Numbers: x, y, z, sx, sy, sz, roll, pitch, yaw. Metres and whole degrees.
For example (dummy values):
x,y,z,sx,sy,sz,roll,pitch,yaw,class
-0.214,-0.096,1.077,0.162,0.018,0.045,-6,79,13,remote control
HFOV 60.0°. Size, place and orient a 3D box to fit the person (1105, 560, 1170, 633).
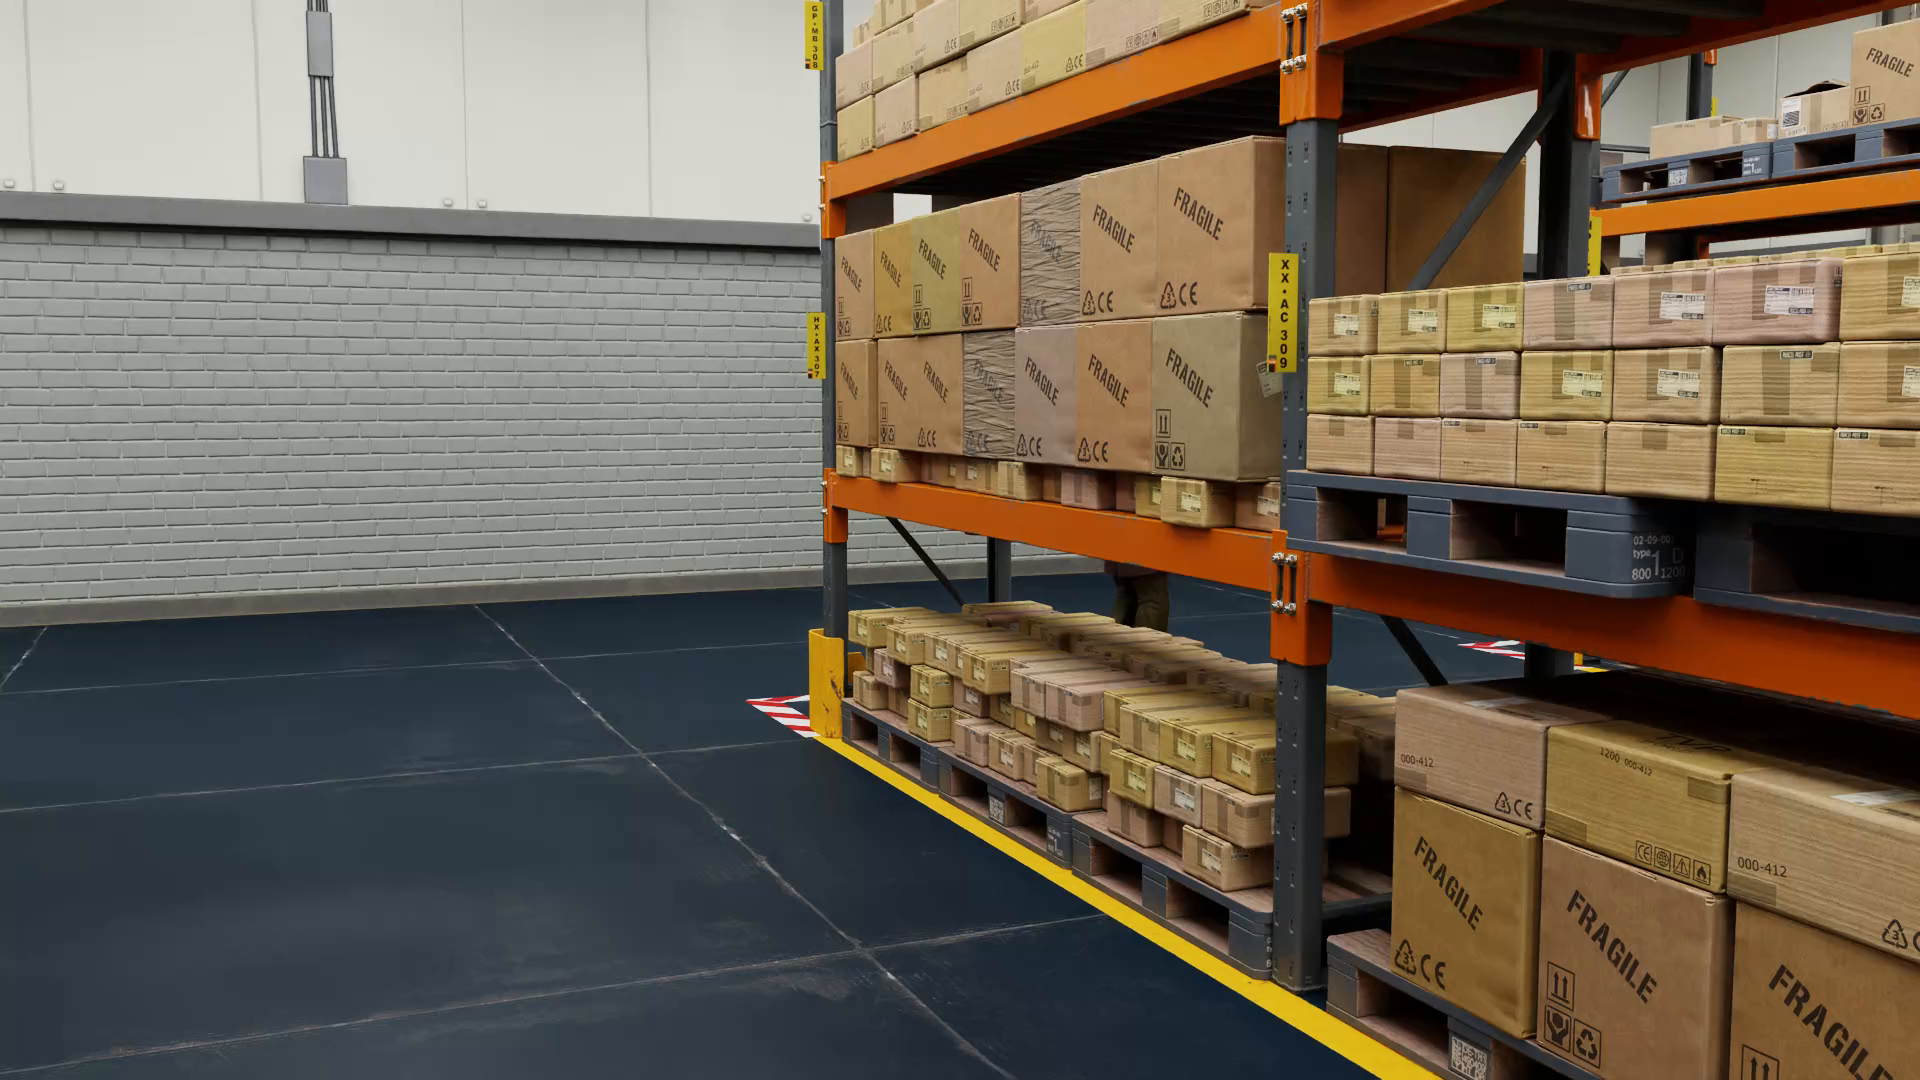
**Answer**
x,y,z,sx,sy,sz,roll,pitch,yaw,class
1.028,-0.036,9.580,0.416,1.774,0.655,-2,6,-25,person
